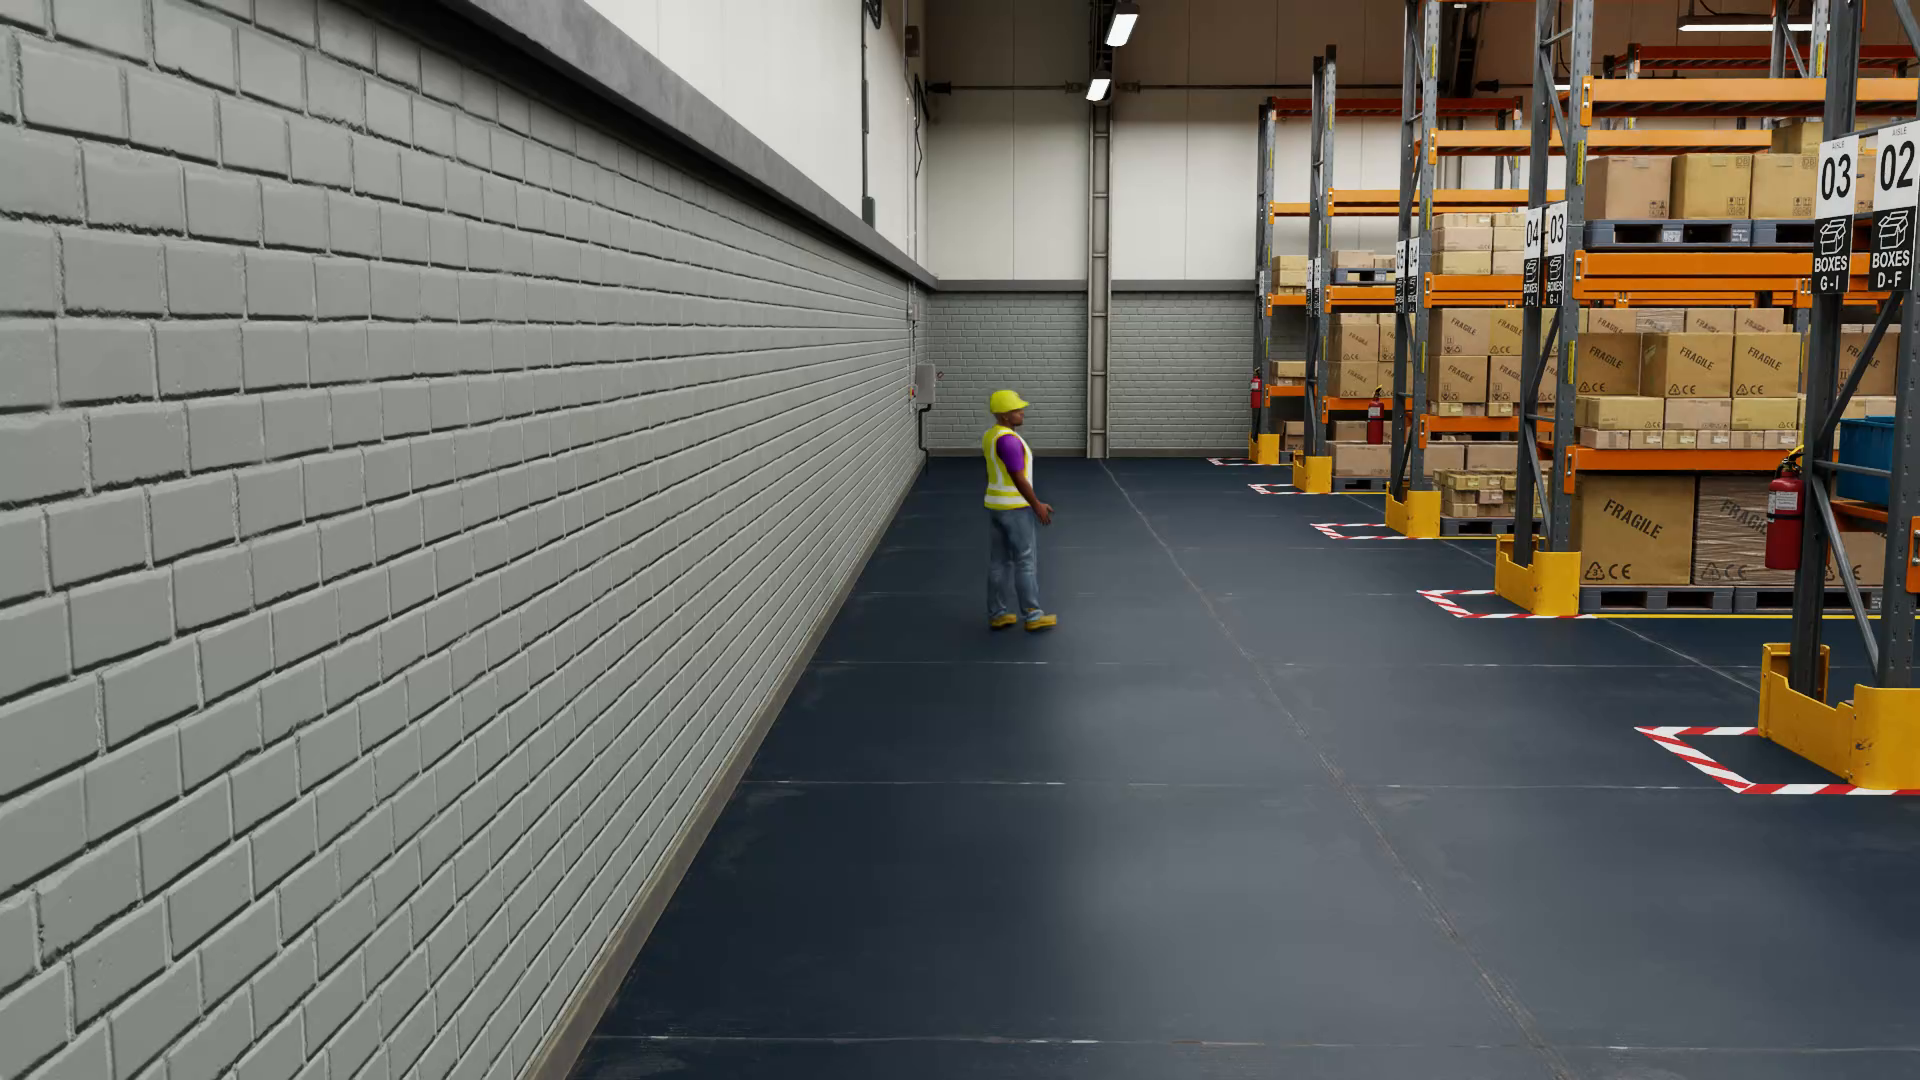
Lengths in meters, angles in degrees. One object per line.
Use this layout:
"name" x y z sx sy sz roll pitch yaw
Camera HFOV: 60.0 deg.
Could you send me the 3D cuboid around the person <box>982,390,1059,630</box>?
"person" 0.444 -0.231 12.341 0.556 1.767 0.568 -3 8 -21
